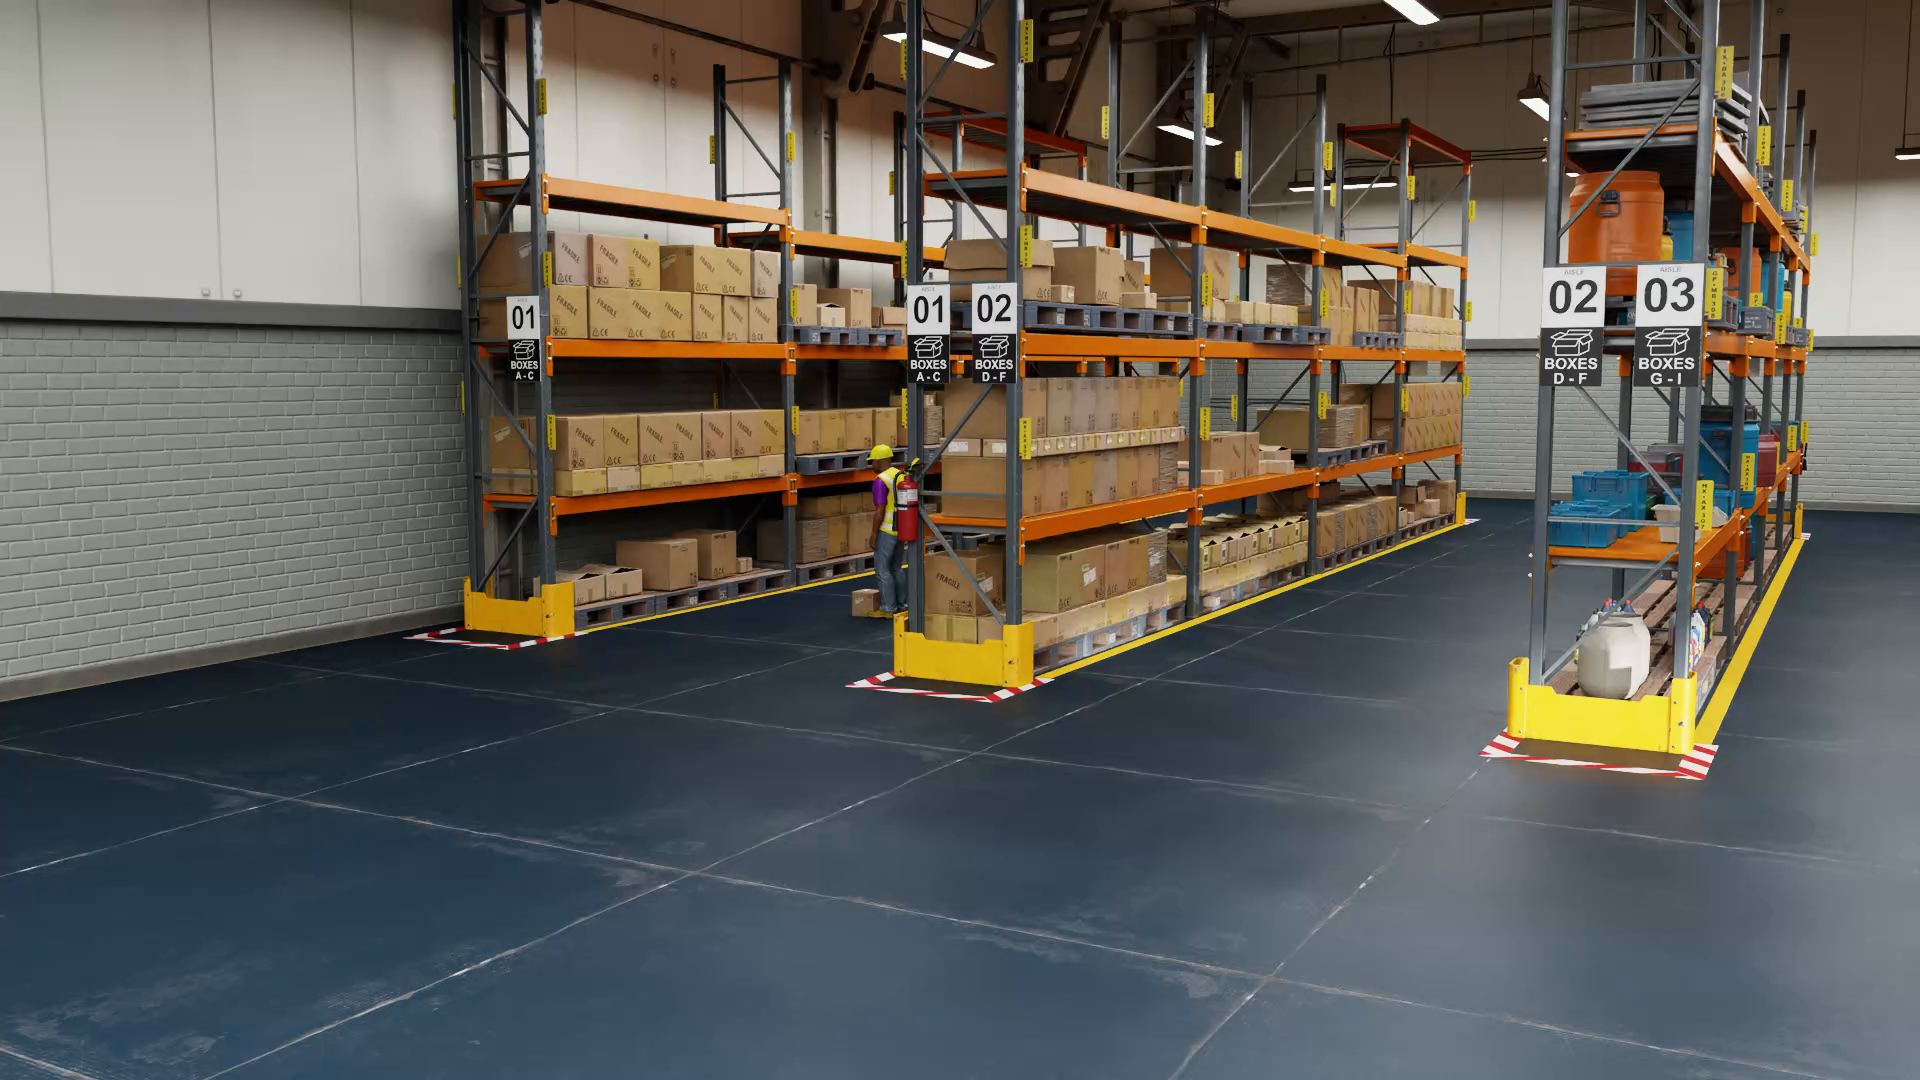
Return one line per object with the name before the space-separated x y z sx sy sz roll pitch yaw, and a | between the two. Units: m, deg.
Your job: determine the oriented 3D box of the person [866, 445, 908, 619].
person | -0.729 -0.091 16.939 0.460 1.760 0.625 3 7 28
